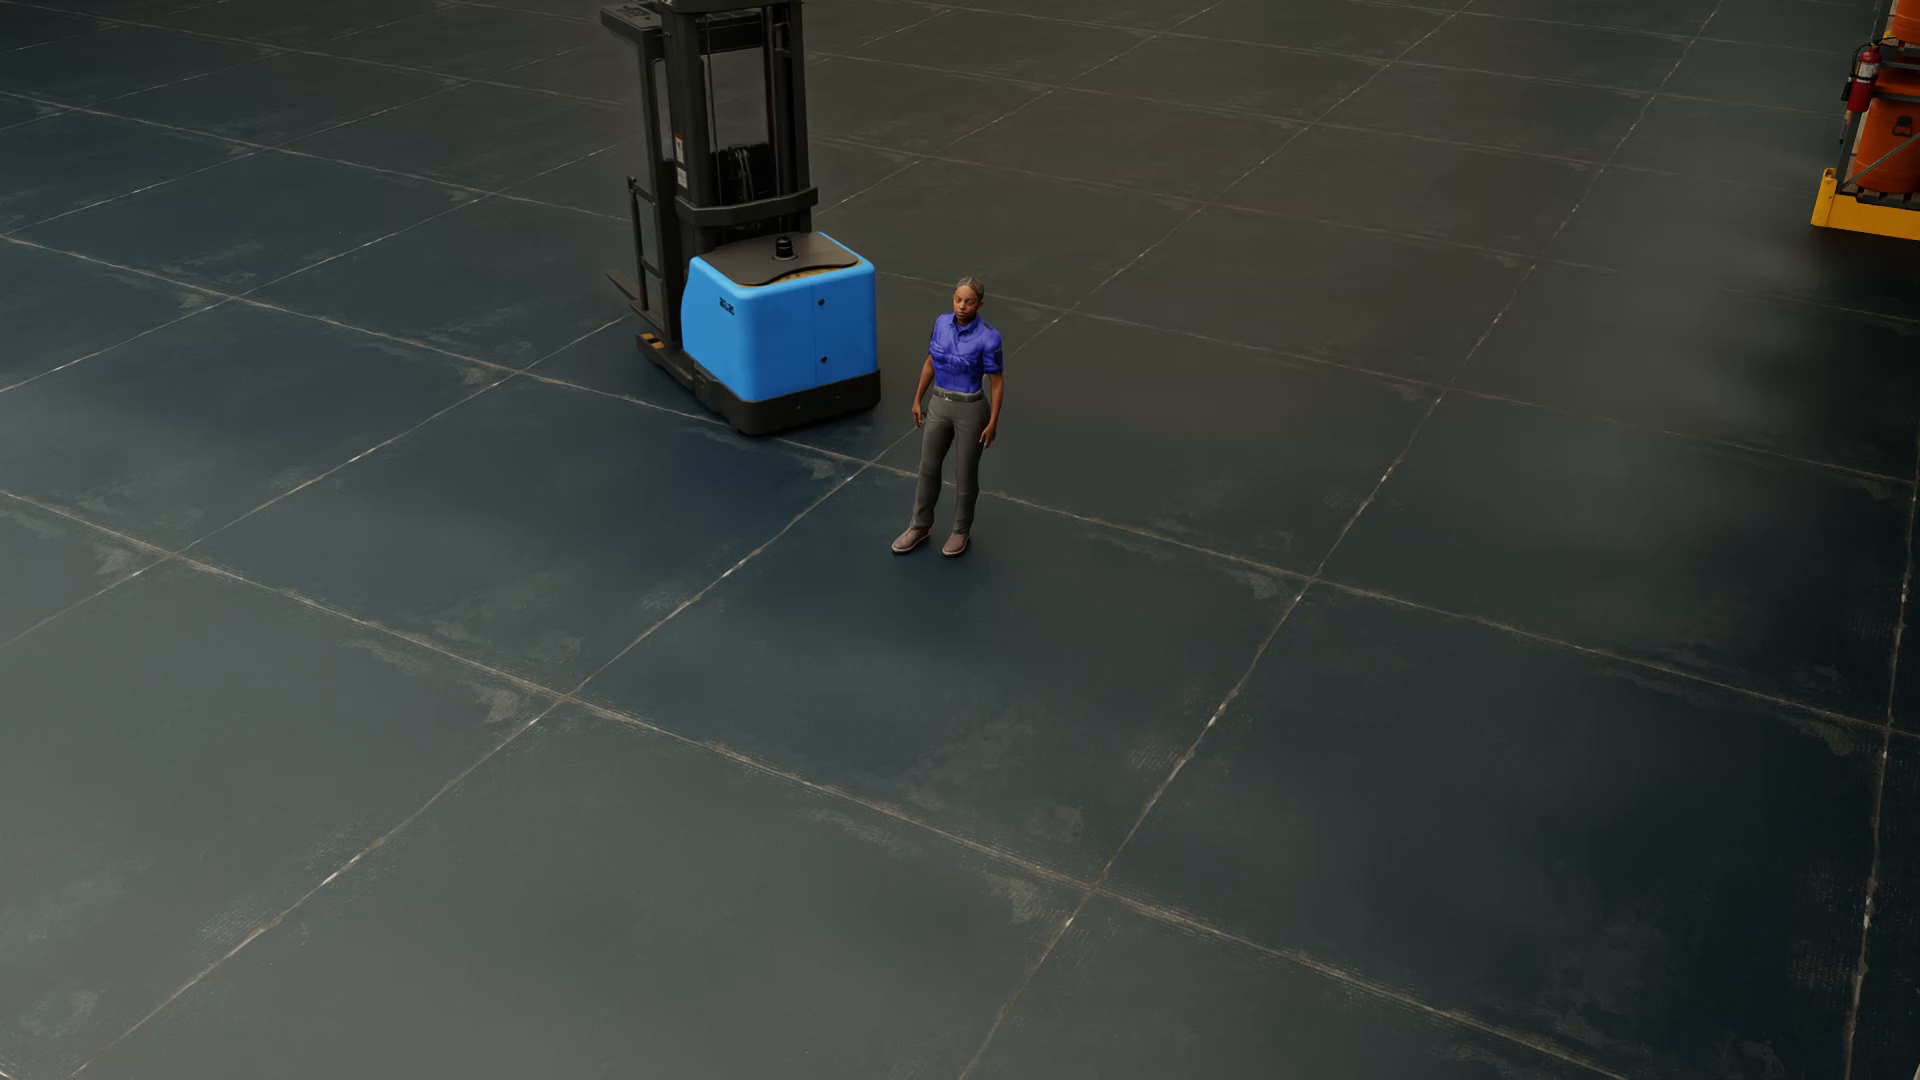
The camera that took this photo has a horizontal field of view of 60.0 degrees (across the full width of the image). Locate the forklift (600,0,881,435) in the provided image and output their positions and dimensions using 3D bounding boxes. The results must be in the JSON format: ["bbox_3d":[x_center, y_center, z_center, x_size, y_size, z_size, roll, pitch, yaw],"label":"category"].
[{"bbox_3d":[-1.752,-2.669,11.695,1.130,2.935,3.031,-17,34,-27],"label":"forklift"}]

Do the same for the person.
[{"bbox_3d":[-0.059,-0.689,9.527,0.570,1.656,0.503,15,33,25],"label":"person"}]
